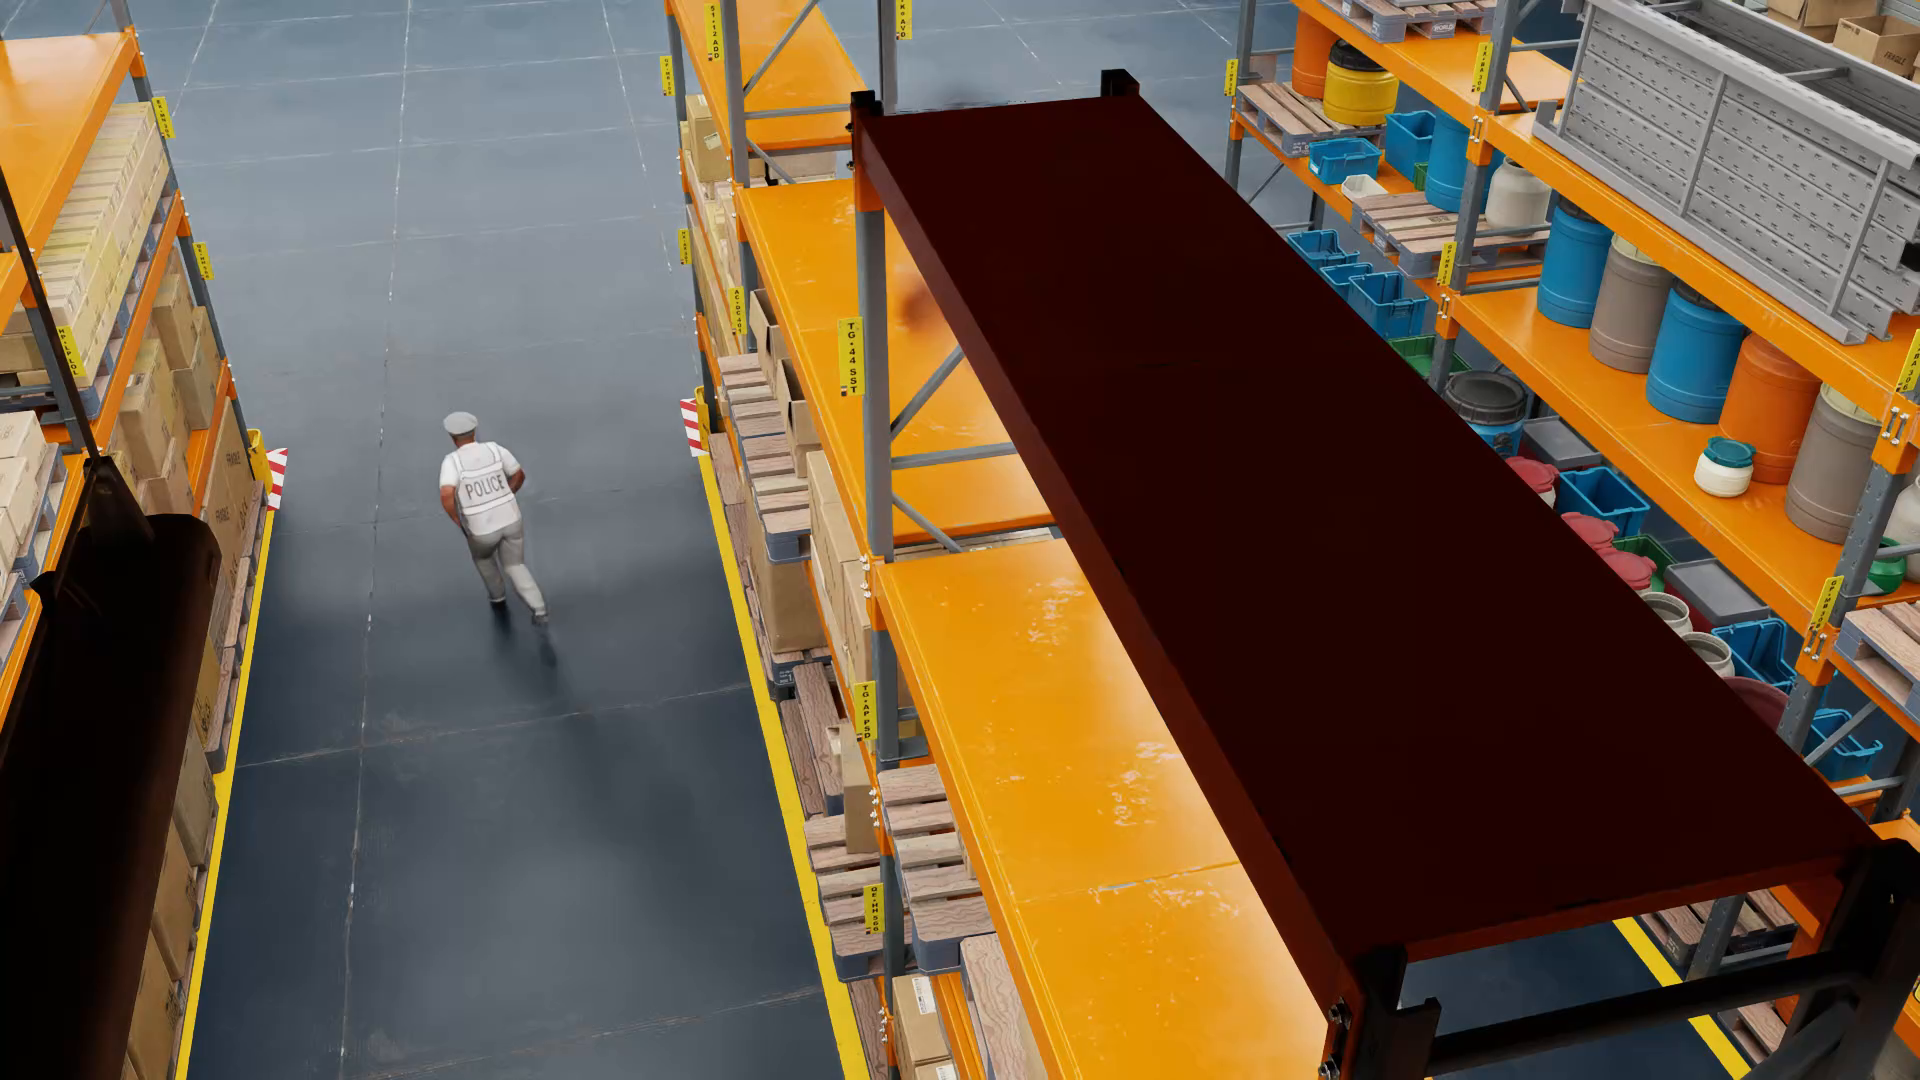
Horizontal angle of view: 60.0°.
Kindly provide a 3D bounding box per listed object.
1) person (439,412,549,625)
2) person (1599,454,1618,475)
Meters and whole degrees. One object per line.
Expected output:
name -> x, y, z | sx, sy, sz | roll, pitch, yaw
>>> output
person -> -3.530, -0.039, 12.712 | 0.693, 1.720, 1.009 | -27, 43, -33
person -> 5.336, -0.782, 13.730 | 0.598, 1.743, 0.780 | -13, 36, -18
